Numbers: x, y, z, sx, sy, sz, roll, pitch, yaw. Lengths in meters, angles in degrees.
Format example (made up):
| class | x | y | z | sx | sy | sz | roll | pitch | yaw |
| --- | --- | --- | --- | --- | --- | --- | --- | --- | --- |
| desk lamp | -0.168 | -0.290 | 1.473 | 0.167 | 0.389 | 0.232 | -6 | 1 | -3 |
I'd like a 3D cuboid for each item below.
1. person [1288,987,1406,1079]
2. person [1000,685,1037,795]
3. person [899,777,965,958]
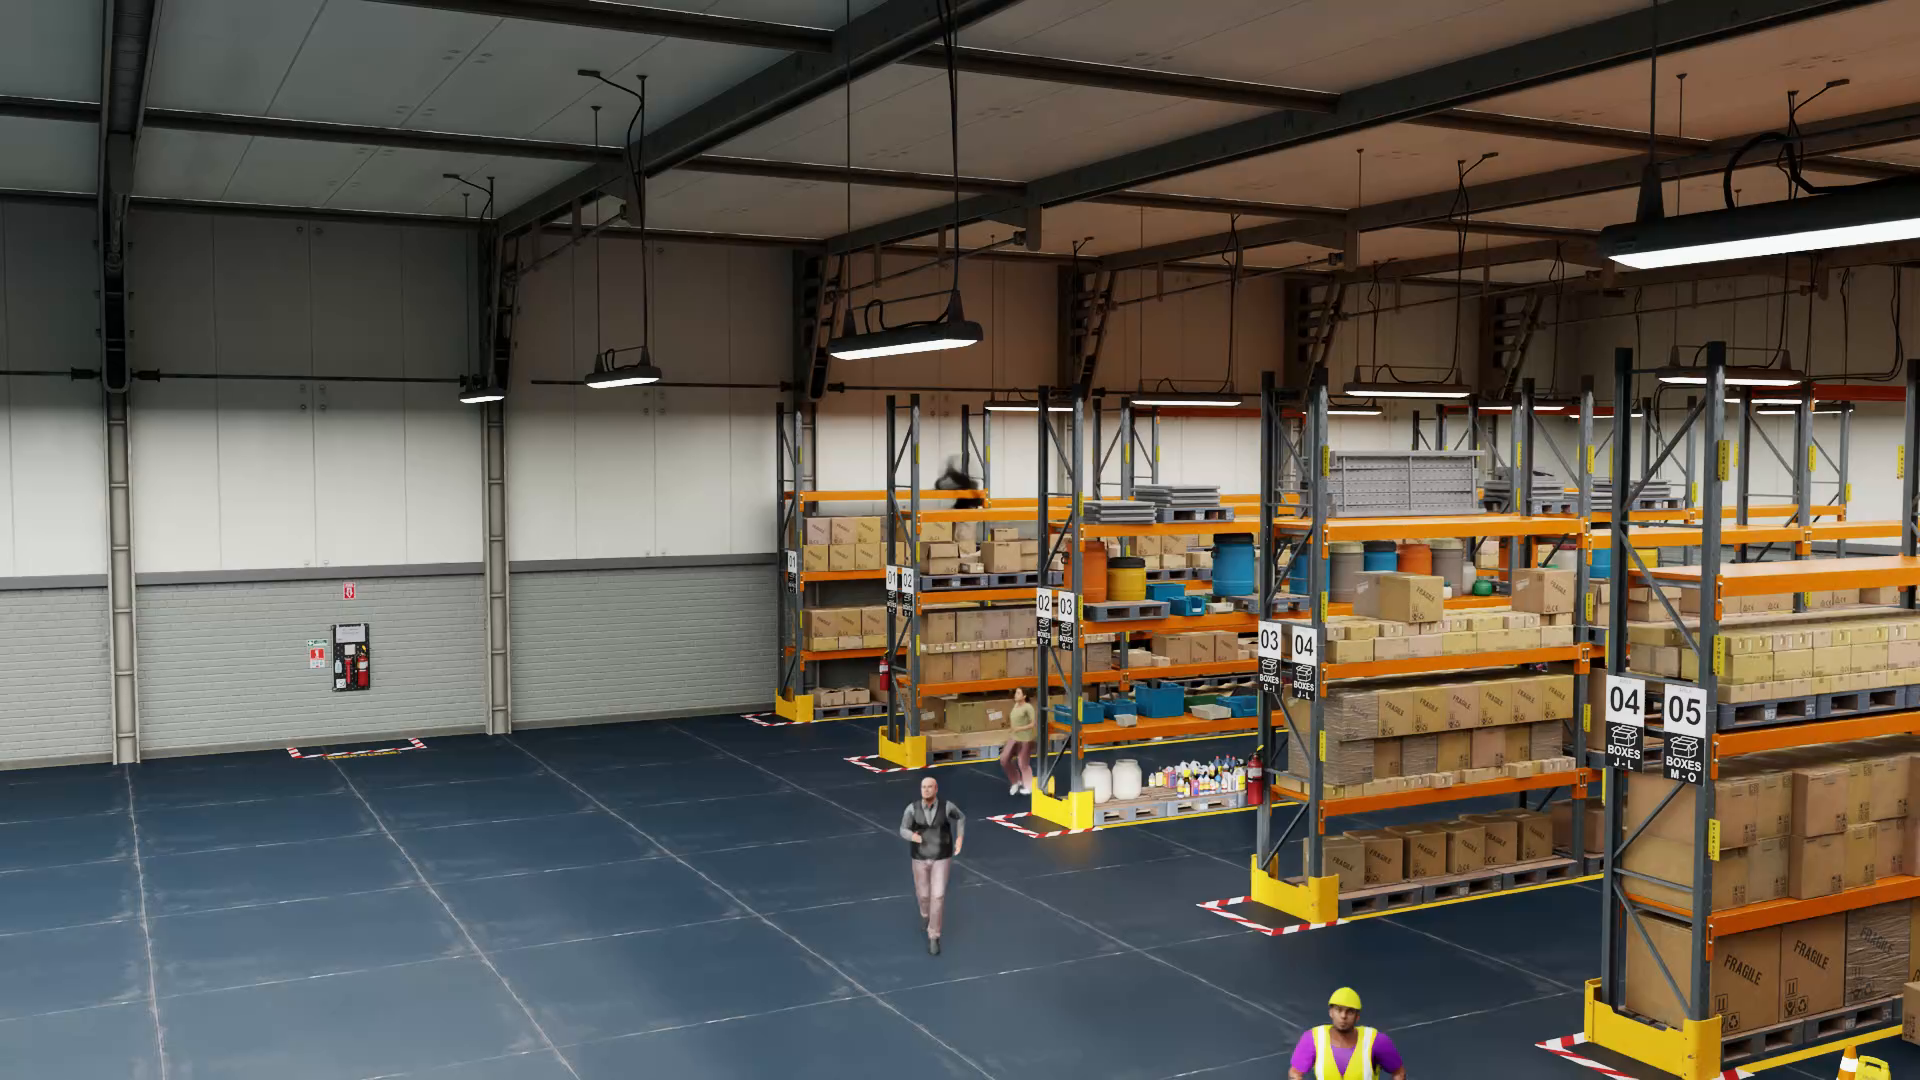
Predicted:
| class | x | y | z | sx | sy | sz | roll | pitch | yaw |
| --- | --- | --- | --- | --- | --- | --- | --- | --- | --- |
| person | 2.464 | 3.706 | 10.638 | 0.736 | 1.726 | 0.612 | 1 | 3 | 17 |
| person | 0.904 | 2.955 | 24.484 | 0.618 | 1.649 | 0.581 | -3 | 4 | -42 |
| person | -0.302 | 3.327 | 17.224 | 0.661 | 1.730 | 0.953 | 0 | 3 | 7 |
